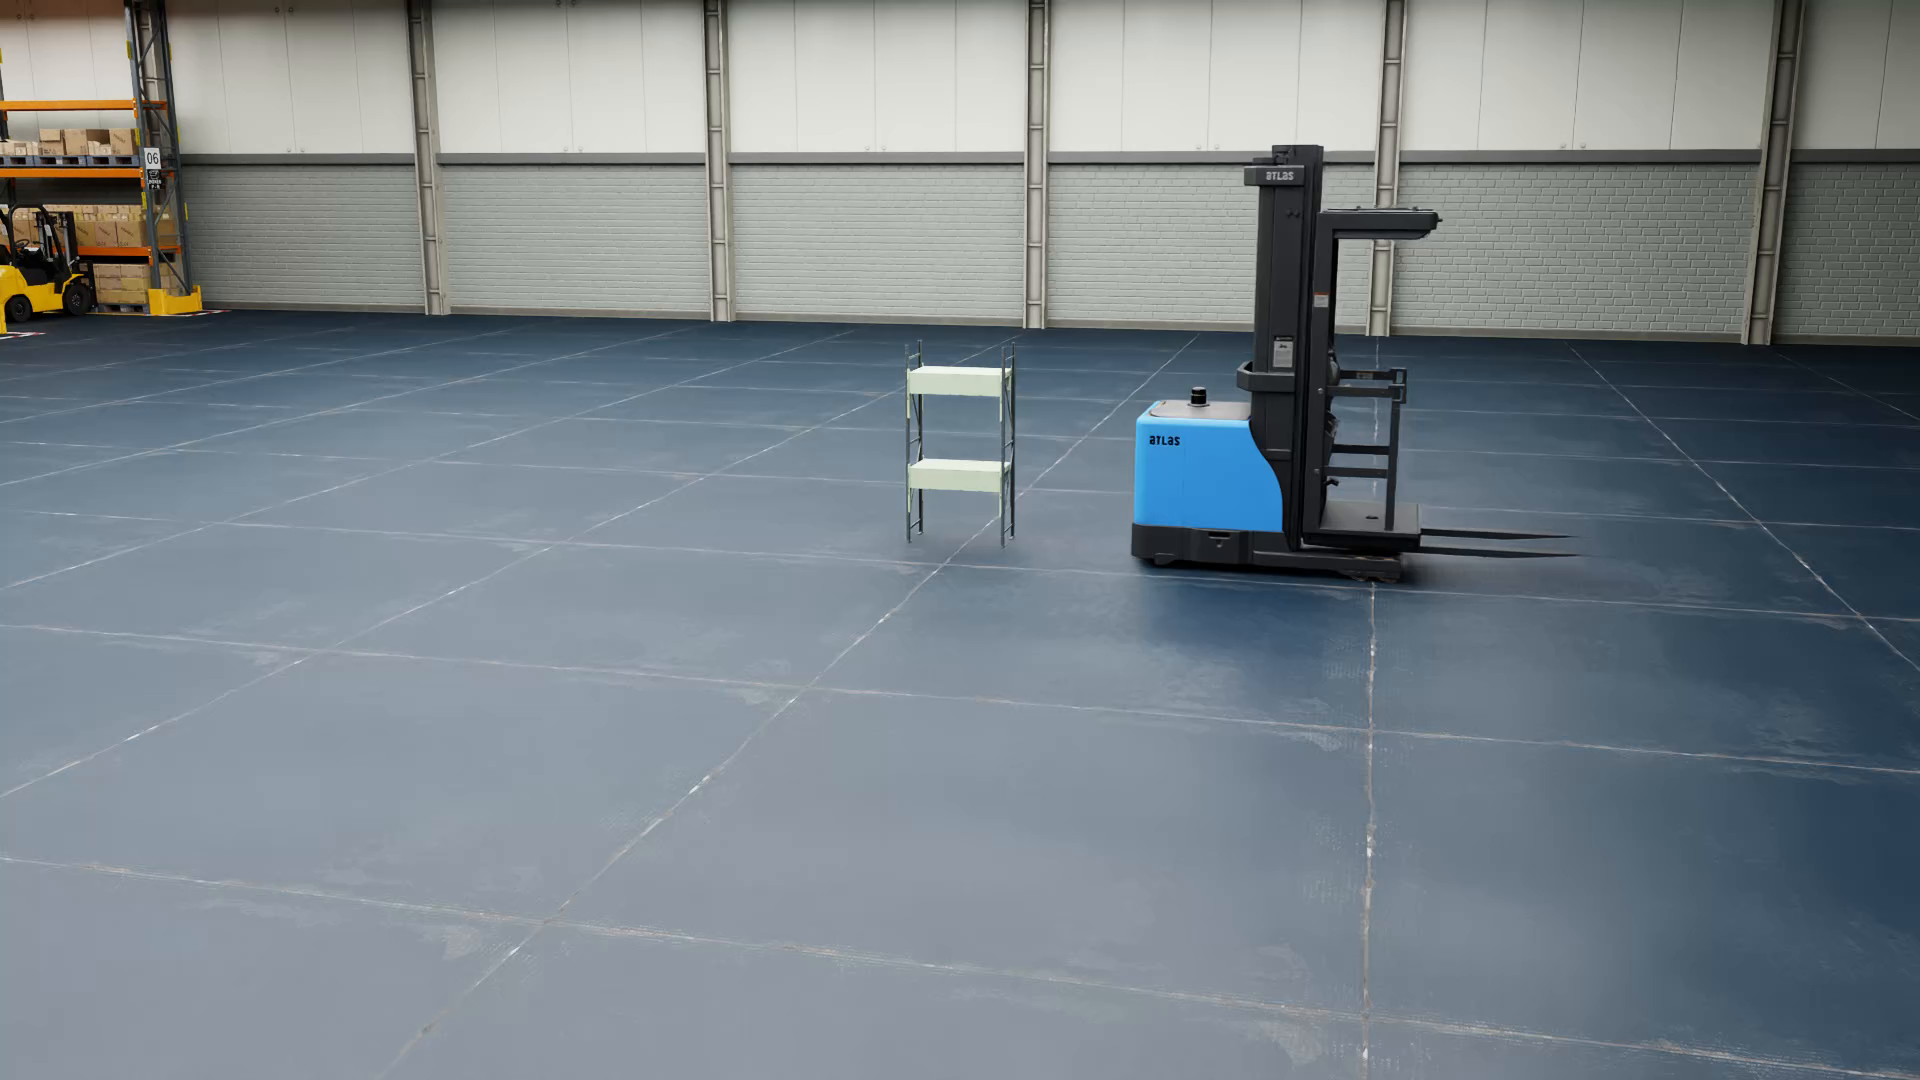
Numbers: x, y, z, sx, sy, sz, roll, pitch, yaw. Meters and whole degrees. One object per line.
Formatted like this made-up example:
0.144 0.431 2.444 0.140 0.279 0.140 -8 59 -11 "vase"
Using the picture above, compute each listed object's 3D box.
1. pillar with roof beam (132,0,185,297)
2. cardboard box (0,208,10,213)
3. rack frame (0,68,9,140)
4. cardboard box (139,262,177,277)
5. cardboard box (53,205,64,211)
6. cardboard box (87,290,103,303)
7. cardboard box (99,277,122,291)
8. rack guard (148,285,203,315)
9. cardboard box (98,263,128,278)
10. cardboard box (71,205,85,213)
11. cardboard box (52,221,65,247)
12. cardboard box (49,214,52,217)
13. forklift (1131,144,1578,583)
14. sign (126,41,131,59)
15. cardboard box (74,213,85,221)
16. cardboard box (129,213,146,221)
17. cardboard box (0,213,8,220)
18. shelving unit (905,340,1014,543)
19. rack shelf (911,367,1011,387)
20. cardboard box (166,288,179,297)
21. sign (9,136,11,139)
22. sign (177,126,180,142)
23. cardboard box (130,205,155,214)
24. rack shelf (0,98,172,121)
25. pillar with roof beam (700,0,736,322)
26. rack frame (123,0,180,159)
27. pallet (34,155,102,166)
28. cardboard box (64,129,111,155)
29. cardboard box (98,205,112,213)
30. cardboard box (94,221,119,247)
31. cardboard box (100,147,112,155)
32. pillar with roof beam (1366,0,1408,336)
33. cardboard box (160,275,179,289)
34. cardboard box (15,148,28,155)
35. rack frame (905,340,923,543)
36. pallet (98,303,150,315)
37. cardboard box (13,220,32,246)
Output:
-17.149 -8.255 29.166 0.548 9.000 9.100 3 13 14 "pillar with roof beam"
-19.023 -6.654 33.386 0.250 0.149 0.380 3 13 14 "cardboard box"
-19.541 -9.142 33.164 0.127 3.000 1.000 3 13 14 "rack frame"
-16.079 -5.421 33.314 0.500 0.250 0.500 3 13 13 "cardboard box"
-17.787 -6.586 33.078 0.250 0.149 0.380 3 13 14 "cardboard box"
-17.154 -4.882 33.192 0.500 0.250 0.500 3 13 14 "cardboard box"
-16.690 -5.100 33.022 0.500 0.250 0.500 3 13 13 "cardboard box"
-15.635 -4.784 33.144 0.348 0.500 1.175 3 13 14 "rack guard"
-16.677 -5.340 32.949 0.500 0.250 0.500 3 13 15 "cardboard box"
-17.319 -6.536 32.853 0.250 0.149 0.380 3 13 15 "cardboard box"
-17.688 -6.104 33.091 0.500 0.500 0.500 3 13 14 "cardboard box"
-18.059 -6.435 33.083 0.250 0.149 0.380 3 13 12 "cardboard box"
2.803 -1.265 11.669 3.031 2.935 1.130 3 13 14 "forklift"
-15.802 -9.316 31.608 0.005 0.325 0.100 3 13 14 "sign"
-17.313 -6.392 32.890 0.255 0.149 0.383 3 13 15 "cardboard box"
-16.062 -6.330 32.613 0.250 0.149 0.380 3 13 14 "cardboard box"
-19.043 -6.494 33.350 0.250 0.149 0.380 3 13 15 "cardboard box"
0.003 -0.732 12.571 0.748 1.500 0.431 3 13 14 "shelving unit"
0.006 -1.208 12.464 0.686 0.124 0.368 3 13 14 "rack shelf"
-16.577 -5.768 33.406 1.525 1.888 0.565 3 13 14 "cardboard box"
-26.503 -8.071 29.939 11.899 2.034 11.111 3 13 14 "sign"
-15.519 -8.052 32.975 0.005 0.325 0.100 3 13 14 "sign"
-16.056 -6.491 32.649 0.250 0.149 0.380 3 13 14 "cardboard box"
-17.600 -8.492 32.818 4.000 0.370 1.077 3 13 14 "rack shelf"
-5.499 -7.632 26.359 0.400 9.000 9.100 3 13 14 "pillar with roof beam"
-15.658 -8.935 32.229 0.127 3.000 1.000 3 13 14 "rack frame"
-17.526 -7.532 33.037 1.213 0.211 1.003 3 13 14 "pallet"
-17.117 -7.819 32.694 0.500 0.500 0.700 3 13 14 "cardboard box"
-16.788 -6.534 32.842 0.250 0.149 0.380 3 13 14 "cardboard box"
-16.700 -6.054 32.864 0.500 0.500 0.500 3 13 15 "cardboard box"
-16.535 -7.581 32.431 0.250 0.149 0.380 3 13 12 "cardboard box"
6.151 -7.010 23.552 0.400 9.000 9.100 3 13 14 "pillar with roof beam"
-16.065 -5.181 33.384 0.500 0.250 0.500 3 13 15 "cardboard box"
-18.432 -7.682 32.888 0.250 0.149 0.380 3 13 15 "cardboard box"
-0.349 -0.751 12.655 0.023 1.500 0.400 3 13 14 "rack frame"
-16.410 -4.676 33.320 1.213 0.211 1.003 3 13 14 "pallet"
-18.664 -6.161 33.346 0.500 0.500 0.500 3 13 15 "cardboard box"
